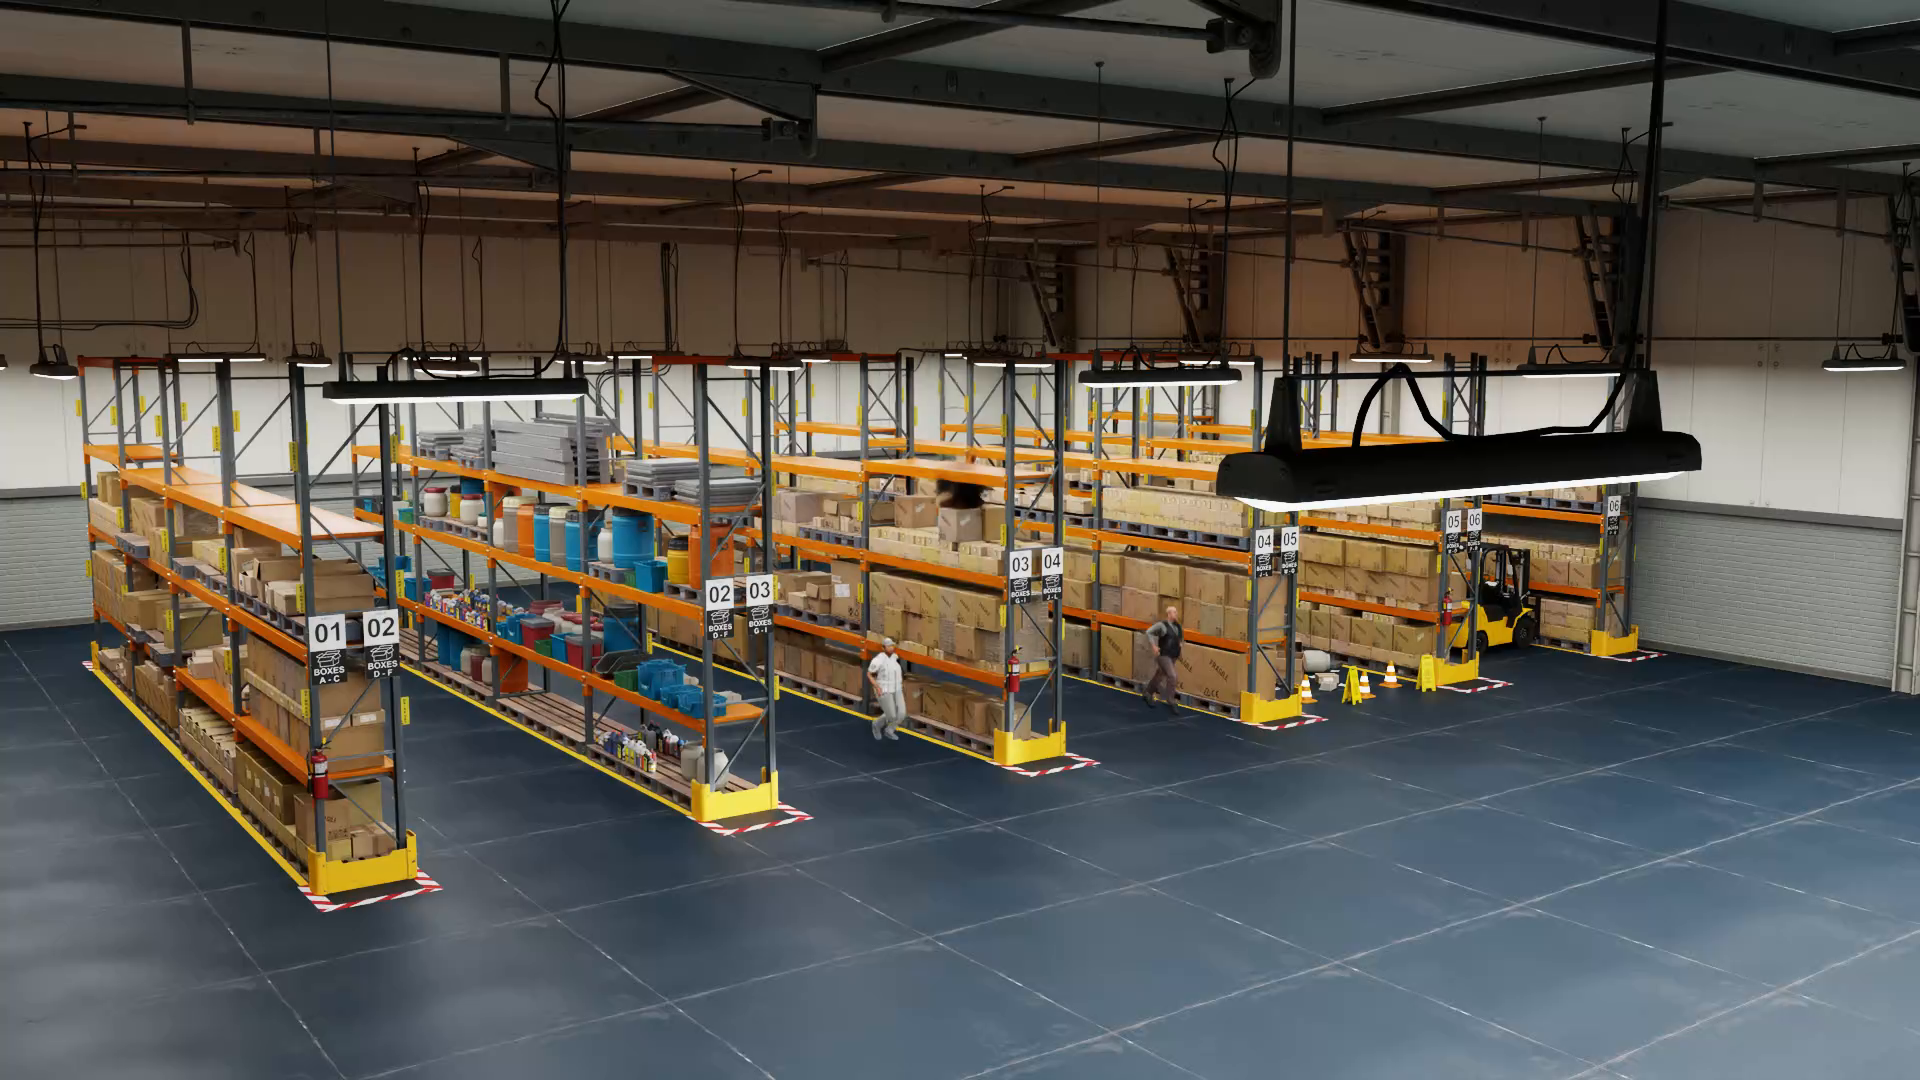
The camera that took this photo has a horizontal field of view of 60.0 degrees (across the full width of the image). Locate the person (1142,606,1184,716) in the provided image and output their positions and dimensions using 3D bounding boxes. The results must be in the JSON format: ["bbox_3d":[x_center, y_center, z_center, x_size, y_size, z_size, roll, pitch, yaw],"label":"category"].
[{"bbox_3d":[3.428,1.951,27.462,0.886,1.716,0.680,7,10,44],"label":"person"}]

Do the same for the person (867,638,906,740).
[{"bbox_3d":[-1.058,2.269,25.164,0.616,1.587,0.508,-6,9,-41],"label":"person"}]
